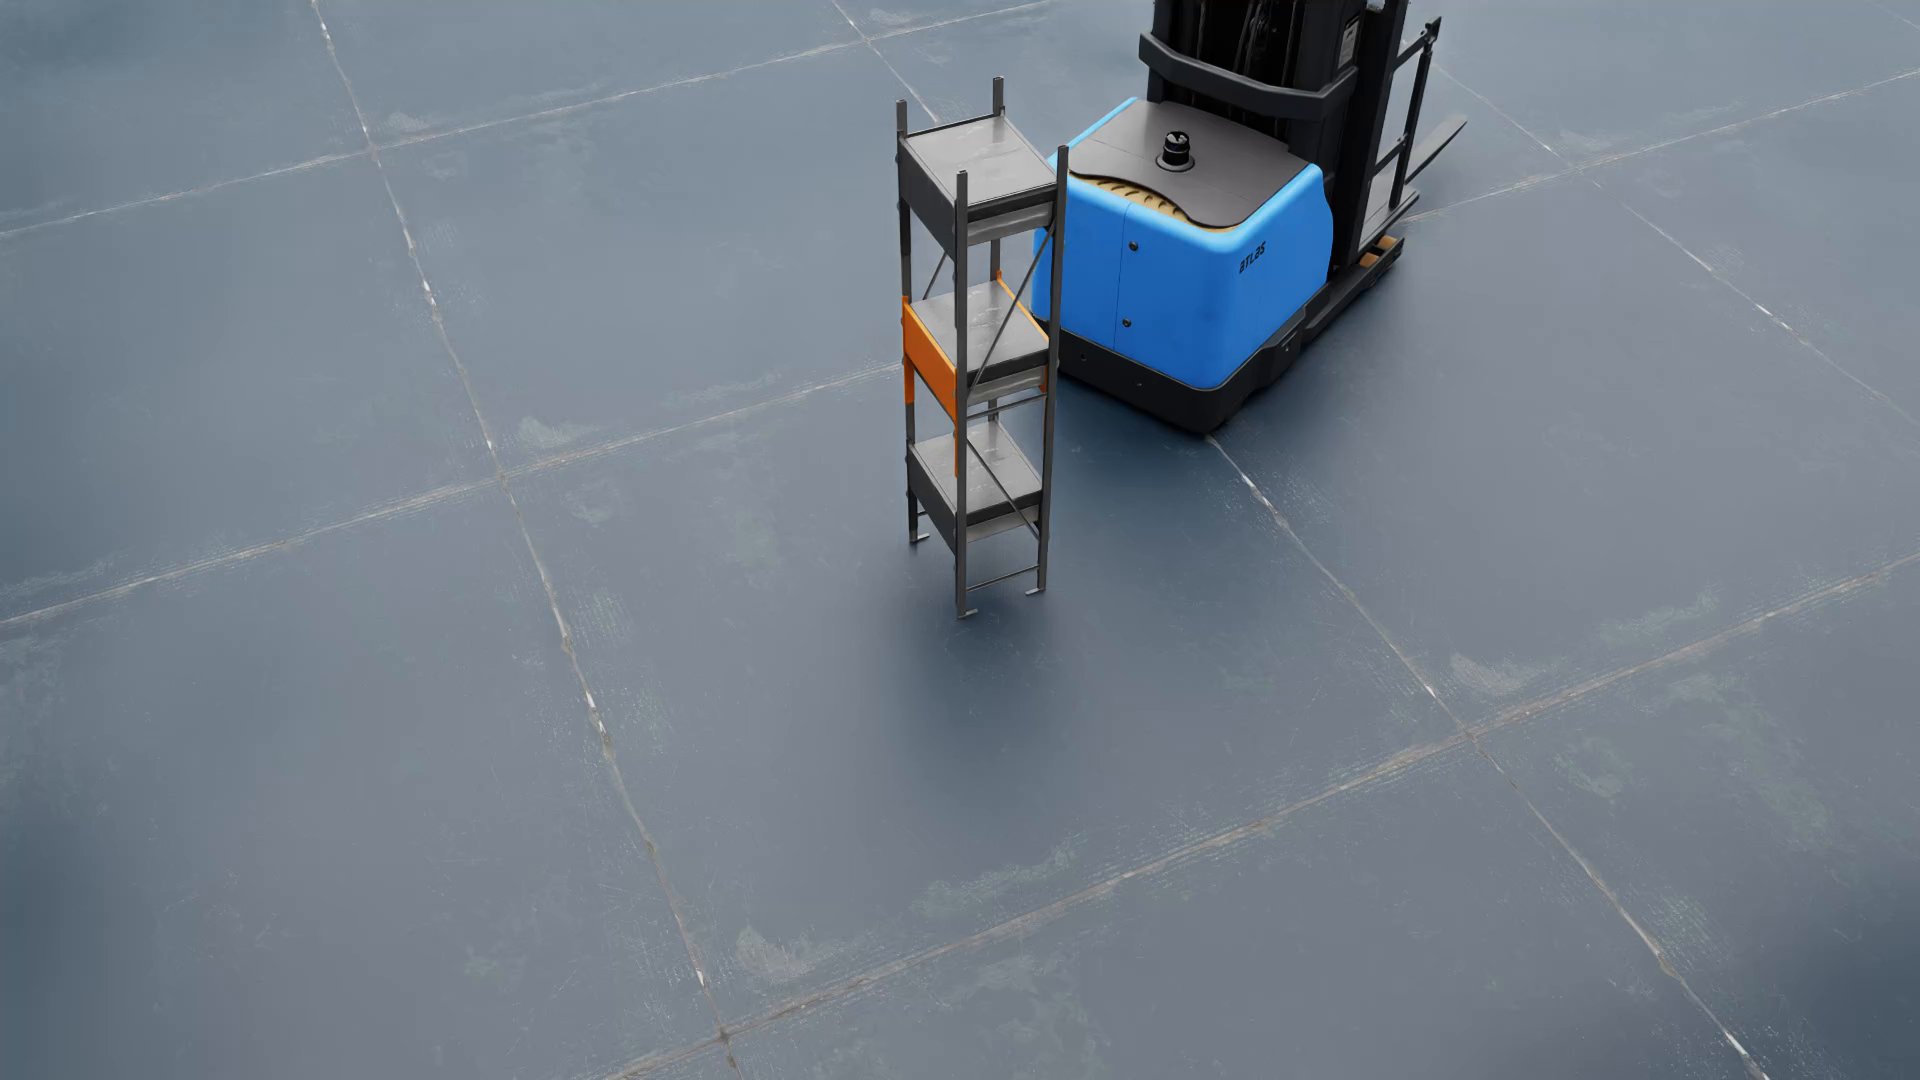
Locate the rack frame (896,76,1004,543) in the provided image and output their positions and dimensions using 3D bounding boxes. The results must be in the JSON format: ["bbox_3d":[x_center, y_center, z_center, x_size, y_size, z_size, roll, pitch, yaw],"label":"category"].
[{"bbox_3d":[-0.033,-0.797,6.432,0.400,2.100,0.015,-18,47,-17],"label":"rack frame"}]

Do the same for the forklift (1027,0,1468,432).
[{"bbox_3d":[1.612,-2.518,7.584,1.130,2.935,3.031,28,51,26],"label":"forklift"}]

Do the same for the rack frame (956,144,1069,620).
[{"bbox_3d":[0.172,-0.486,6.117,0.400,2.100,0.015,-18,47,-17],"label":"rack frame"}]

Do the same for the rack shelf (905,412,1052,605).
[{"bbox_3d":[0.070,-0.134,6.776,0.431,0.518,0.480,-18,47,-17],"label":"rack shelf"}]

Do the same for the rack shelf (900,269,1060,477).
[{"bbox_3d":[0.070,-0.632,6.284,0.431,0.518,0.480,-18,47,-17],"label":"rack shelf"}]

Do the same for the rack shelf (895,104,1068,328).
[{"bbox_3d":[0.070,-1.130,5.792,0.431,0.518,0.480,-18,47,-17],"label":"rack shelf"}]

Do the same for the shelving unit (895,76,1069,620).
[{"bbox_3d":[0.070,-0.642,6.274,0.431,2.100,0.503,-18,47,-17],"label":"shelving unit"}]
